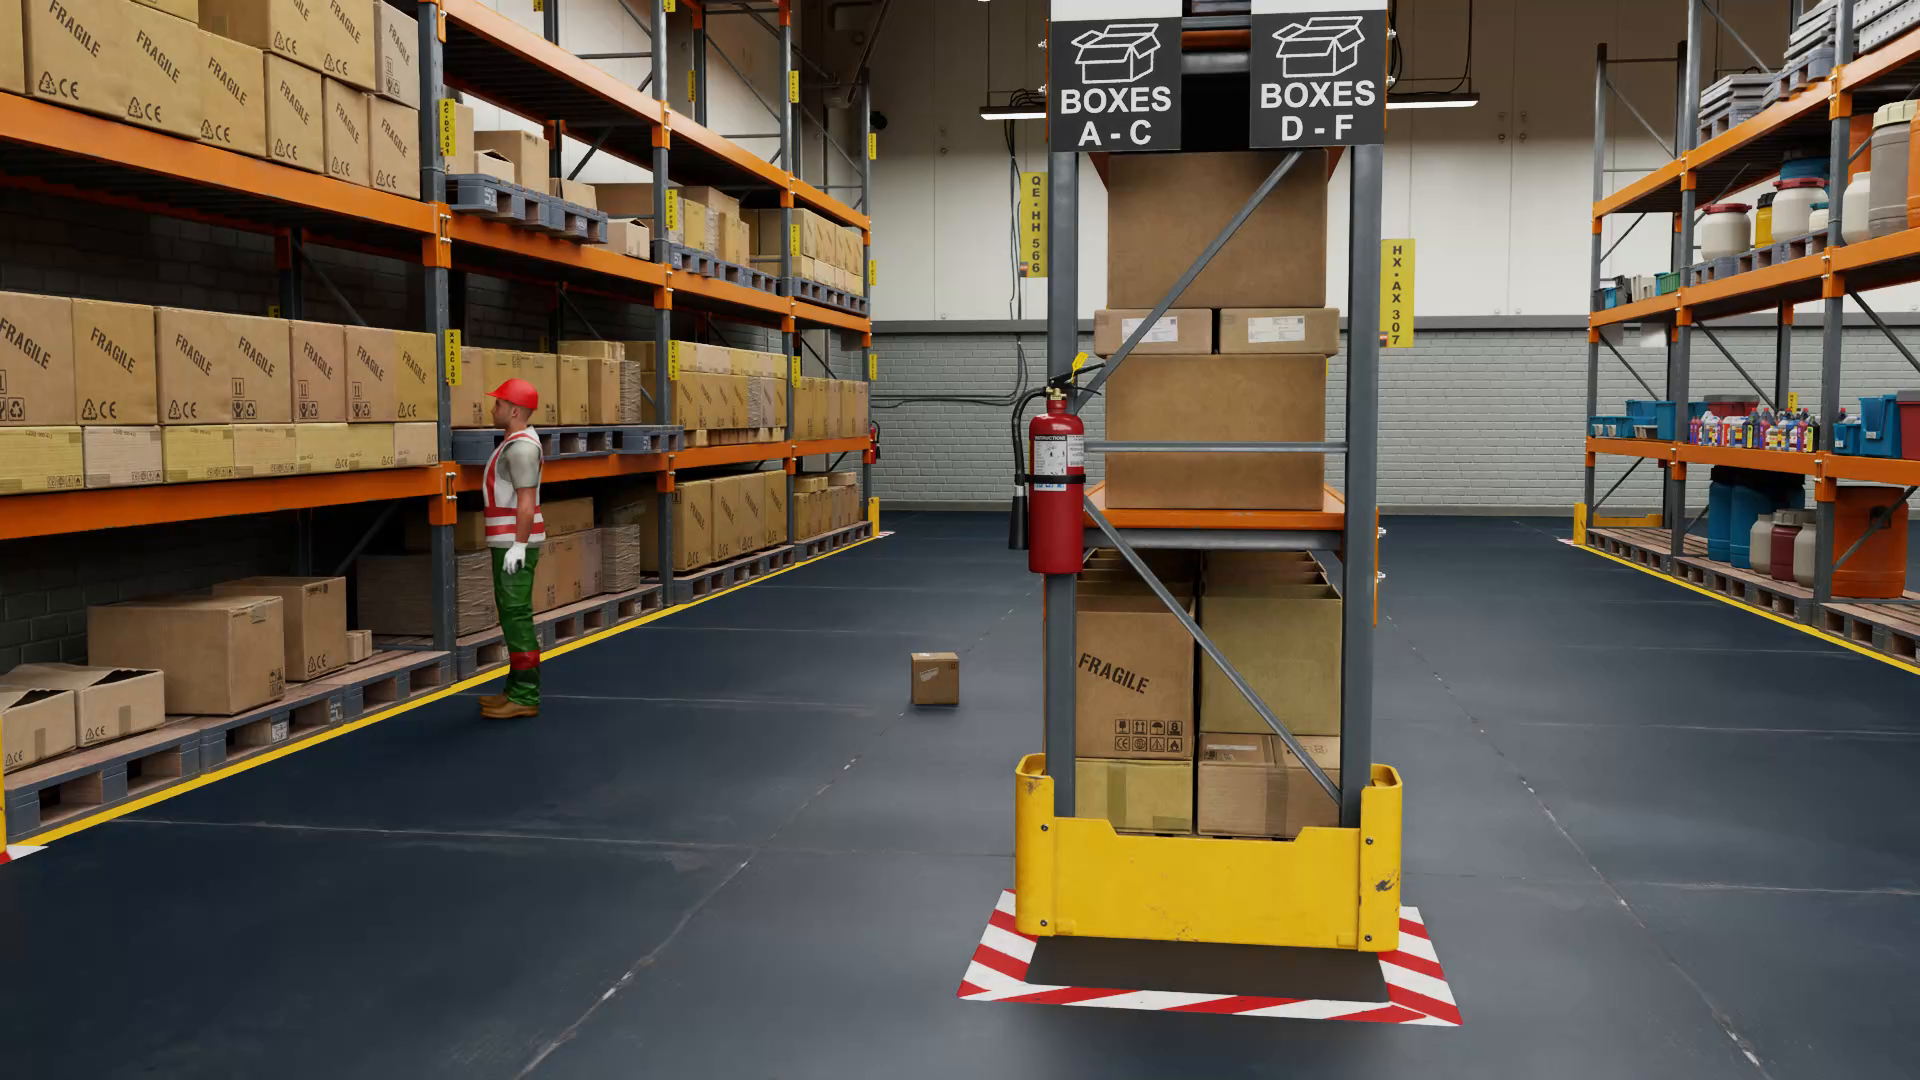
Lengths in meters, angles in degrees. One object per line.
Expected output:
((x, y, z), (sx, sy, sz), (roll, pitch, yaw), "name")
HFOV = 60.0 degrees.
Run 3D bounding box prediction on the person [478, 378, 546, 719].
((-2.396, 0.040, 8.868), (0.369, 1.795, 0.534), (-1, 5, -17), "person")
